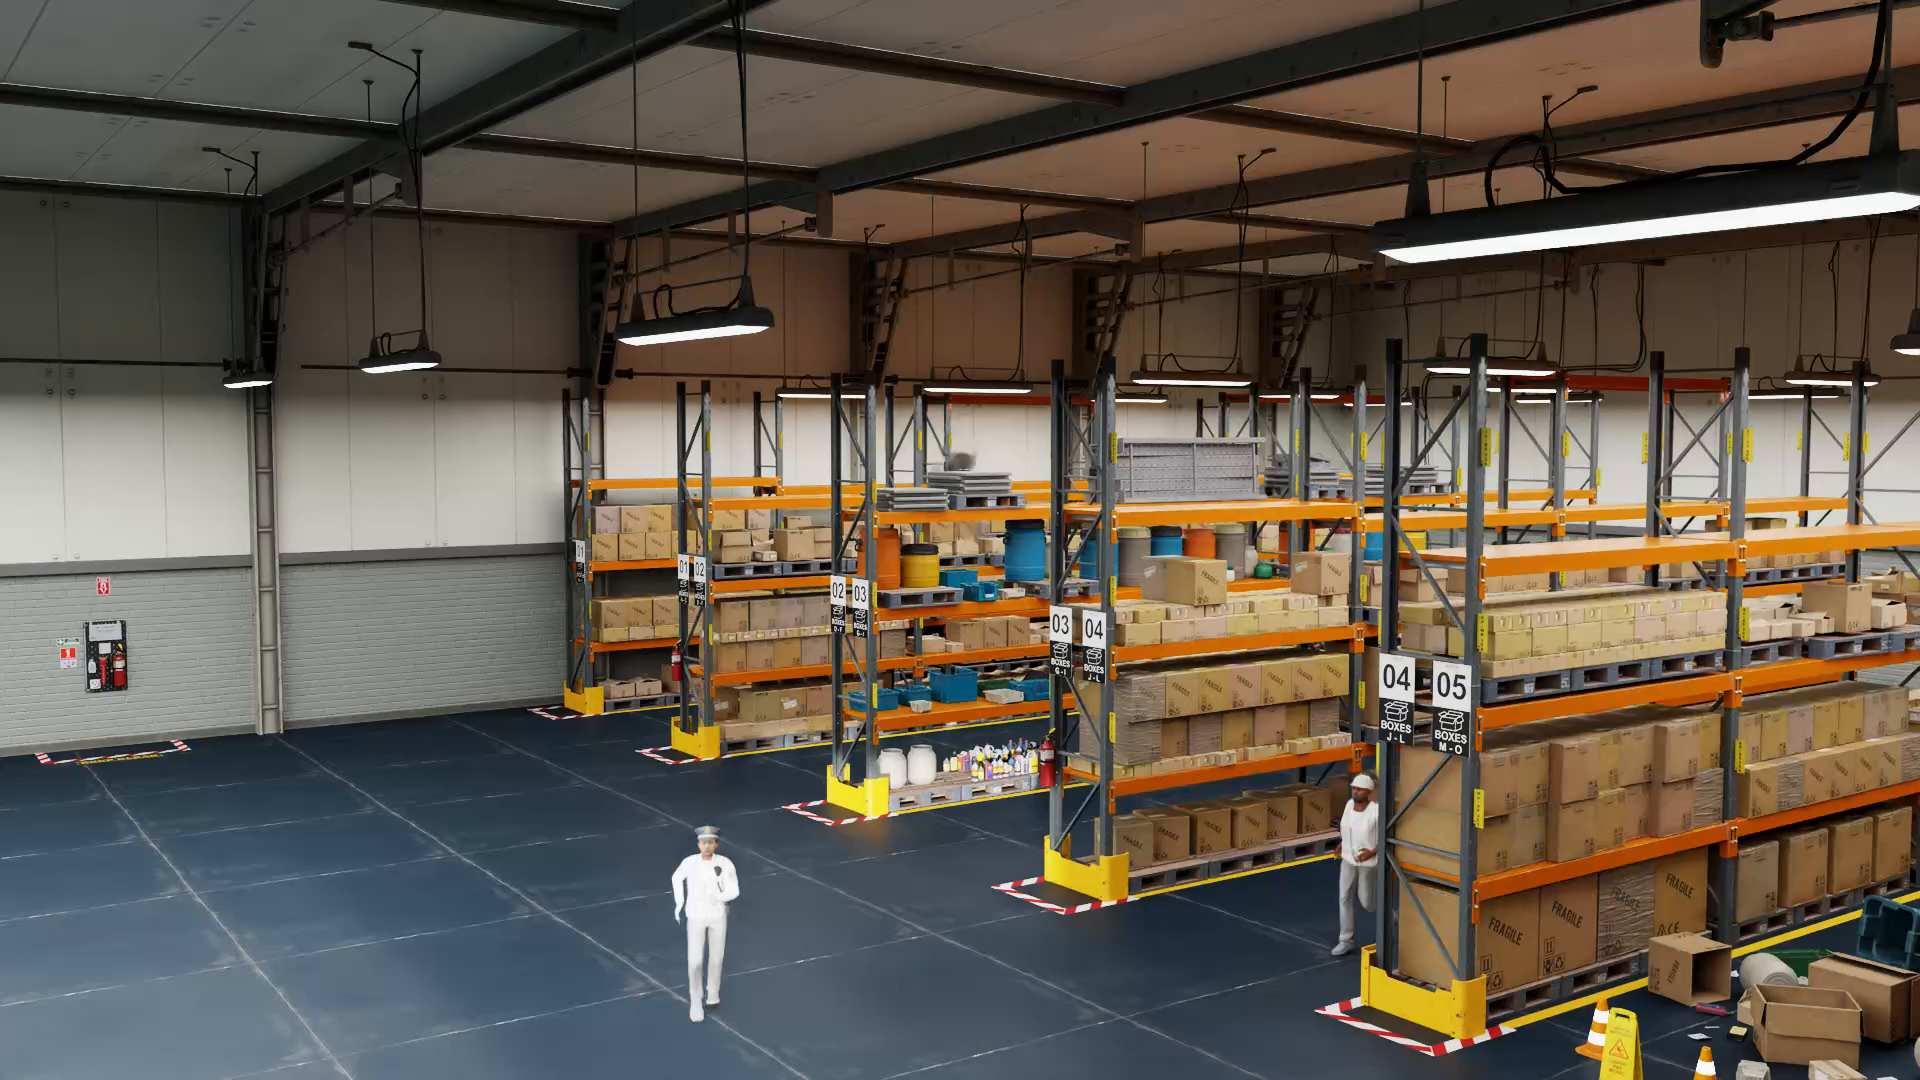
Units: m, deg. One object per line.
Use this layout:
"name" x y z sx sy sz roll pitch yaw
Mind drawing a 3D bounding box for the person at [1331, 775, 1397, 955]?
"person" 4.041 3.221 16.644 0.886 1.772 0.706 -3 5 -39

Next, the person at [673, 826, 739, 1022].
"person" -2.246 3.380 14.722 0.581 1.725 0.709 -1 4 -10
